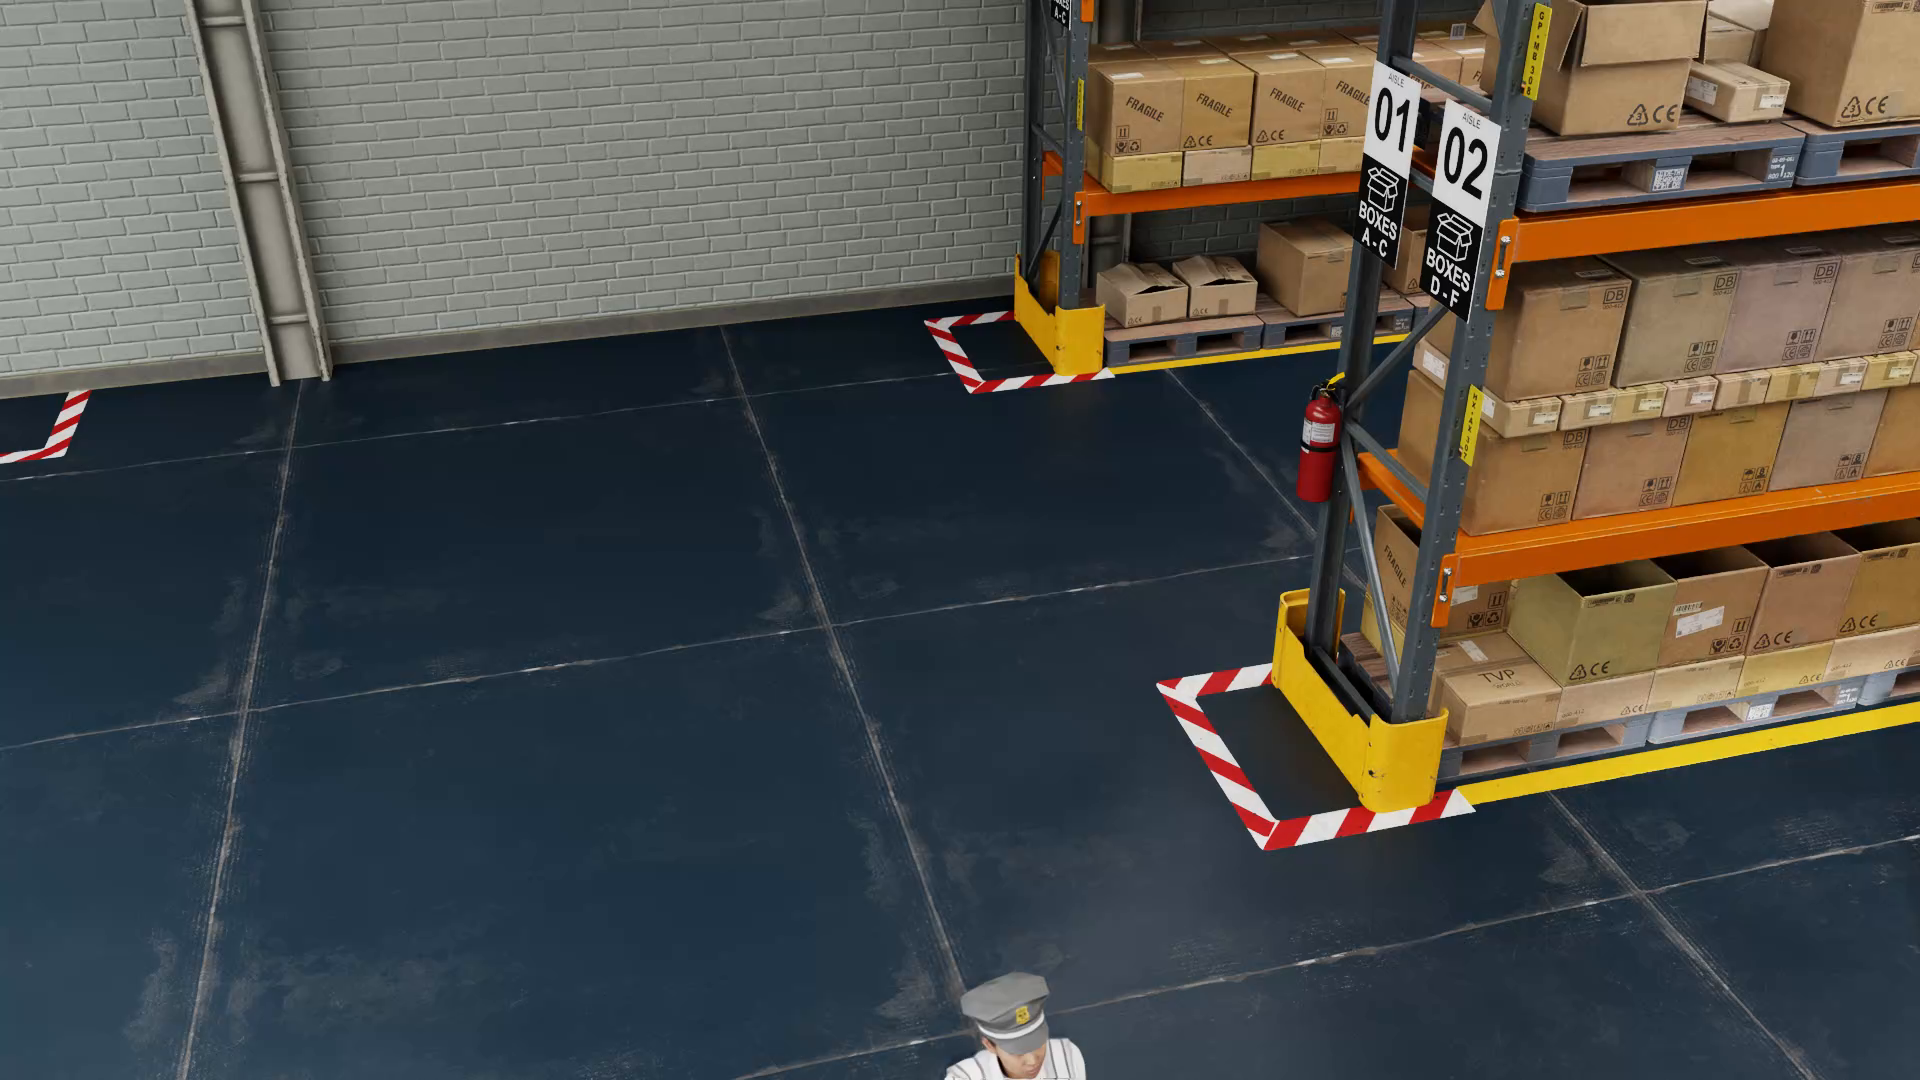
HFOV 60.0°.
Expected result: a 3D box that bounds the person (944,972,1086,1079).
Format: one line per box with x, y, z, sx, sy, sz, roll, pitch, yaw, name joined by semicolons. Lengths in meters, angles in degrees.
0.166;1.933;4.869;0.477;1.689;0.430;-8;31;-14;person
